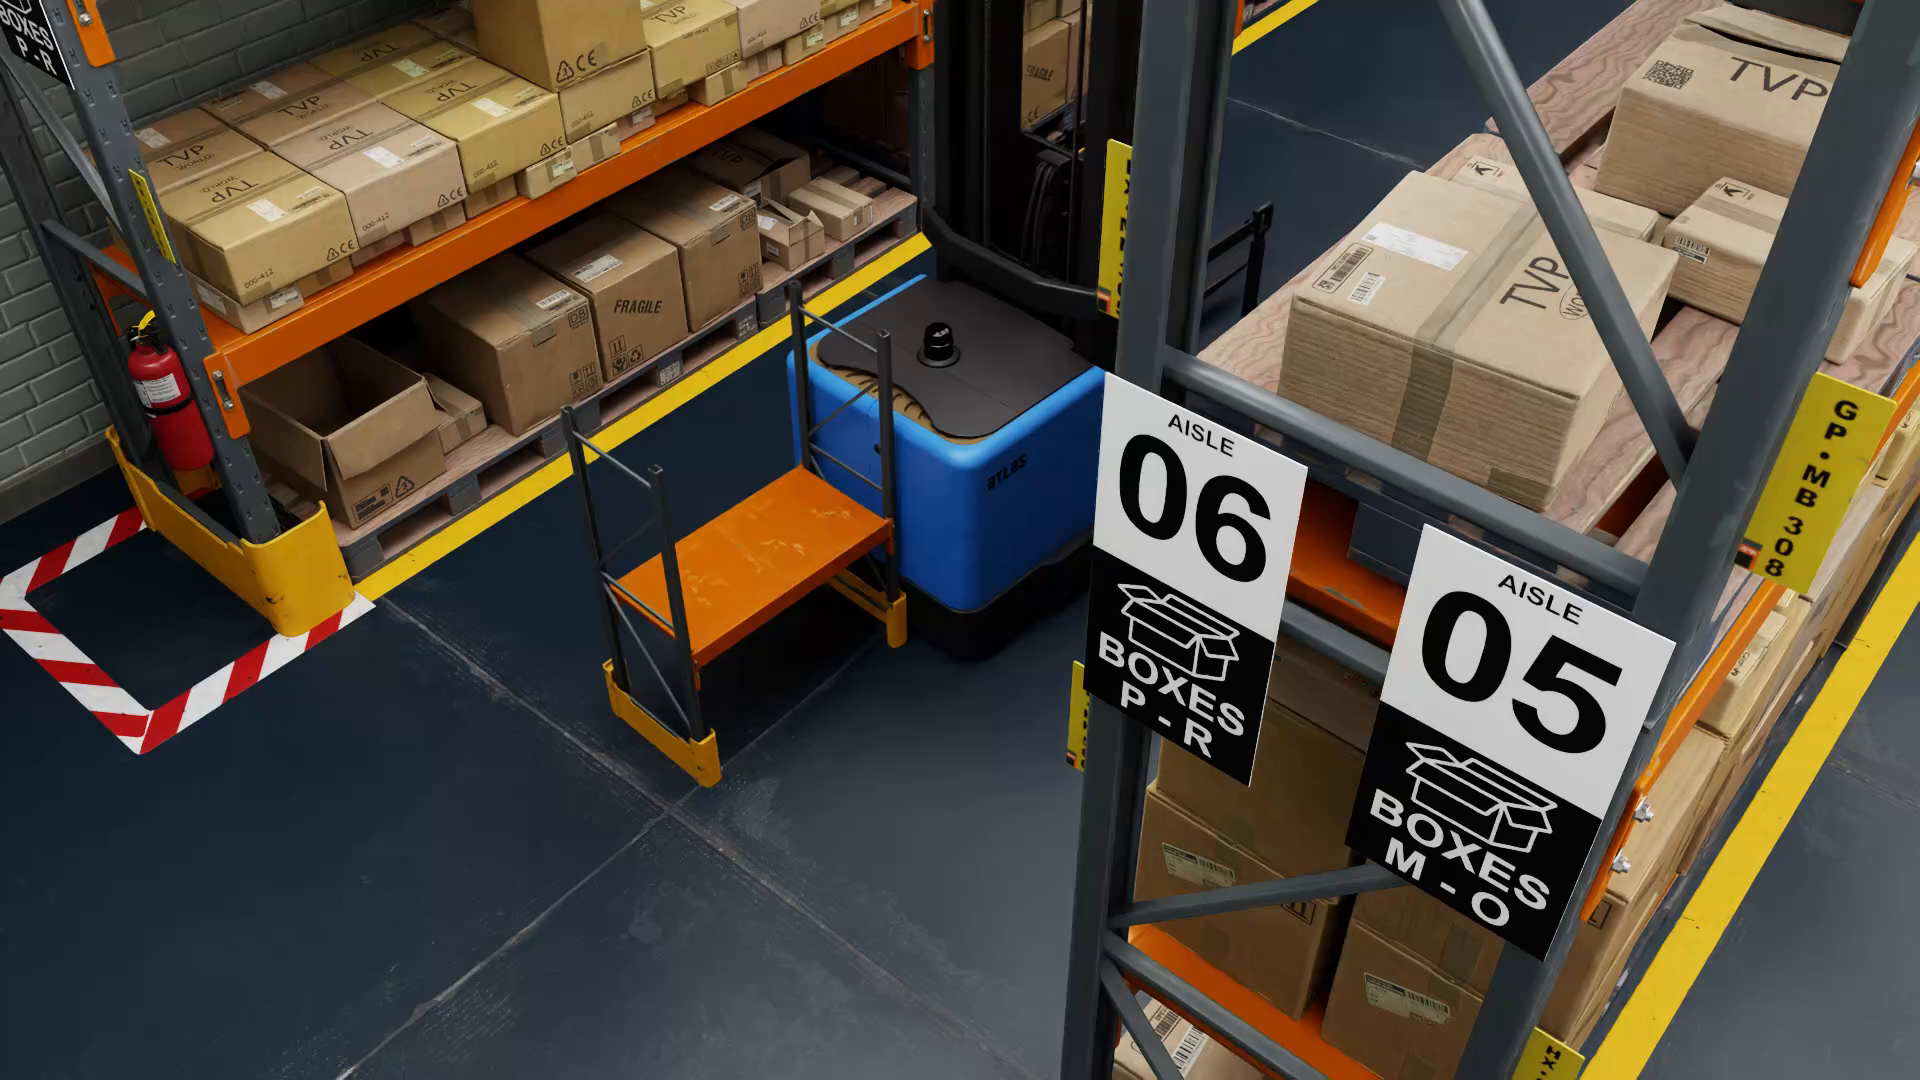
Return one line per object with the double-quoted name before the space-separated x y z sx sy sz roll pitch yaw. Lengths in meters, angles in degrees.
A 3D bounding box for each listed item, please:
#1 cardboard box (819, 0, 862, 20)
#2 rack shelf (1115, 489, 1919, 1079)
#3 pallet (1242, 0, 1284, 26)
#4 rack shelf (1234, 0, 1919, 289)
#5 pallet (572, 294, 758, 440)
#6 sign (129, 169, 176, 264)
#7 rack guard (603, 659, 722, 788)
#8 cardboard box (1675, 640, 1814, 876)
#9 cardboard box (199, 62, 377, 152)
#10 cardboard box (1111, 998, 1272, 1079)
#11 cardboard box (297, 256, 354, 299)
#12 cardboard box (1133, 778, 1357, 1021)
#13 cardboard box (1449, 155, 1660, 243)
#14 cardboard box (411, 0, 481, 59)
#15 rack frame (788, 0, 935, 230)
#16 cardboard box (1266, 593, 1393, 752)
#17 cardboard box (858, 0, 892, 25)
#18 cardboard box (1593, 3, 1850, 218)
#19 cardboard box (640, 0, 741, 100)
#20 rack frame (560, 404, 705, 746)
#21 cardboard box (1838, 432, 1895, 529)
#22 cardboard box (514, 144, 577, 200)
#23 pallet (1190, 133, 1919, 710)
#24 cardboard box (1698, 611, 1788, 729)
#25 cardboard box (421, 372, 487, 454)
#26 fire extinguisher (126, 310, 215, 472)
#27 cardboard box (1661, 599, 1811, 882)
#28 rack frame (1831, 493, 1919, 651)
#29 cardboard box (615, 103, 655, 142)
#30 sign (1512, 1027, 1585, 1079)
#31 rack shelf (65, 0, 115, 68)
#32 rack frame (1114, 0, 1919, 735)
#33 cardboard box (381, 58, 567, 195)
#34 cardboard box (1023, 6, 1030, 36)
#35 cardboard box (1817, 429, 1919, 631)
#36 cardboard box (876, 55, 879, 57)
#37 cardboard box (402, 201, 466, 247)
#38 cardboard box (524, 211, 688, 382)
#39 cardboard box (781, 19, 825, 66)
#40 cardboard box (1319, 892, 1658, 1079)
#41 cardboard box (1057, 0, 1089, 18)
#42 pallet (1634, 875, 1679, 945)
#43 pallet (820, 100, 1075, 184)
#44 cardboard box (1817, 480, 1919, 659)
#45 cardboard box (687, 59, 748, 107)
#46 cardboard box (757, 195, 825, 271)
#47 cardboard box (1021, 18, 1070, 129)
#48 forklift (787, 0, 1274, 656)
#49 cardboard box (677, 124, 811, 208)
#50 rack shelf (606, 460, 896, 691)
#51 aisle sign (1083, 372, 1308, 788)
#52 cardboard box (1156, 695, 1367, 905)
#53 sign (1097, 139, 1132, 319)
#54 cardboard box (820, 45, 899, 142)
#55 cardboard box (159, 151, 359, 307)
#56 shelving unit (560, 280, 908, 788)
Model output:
"cardboard box" -0.686 -2.742 7.926 0.500 0.250 0.500 31 51 29
"rack shelf" 1.969 0.388 5.129 1.077 0.370 4.000 29 50 28
"pallet" 1.519 -3.715 11.179 1.003 0.211 1.213 29 50 28
"rack shelf" 1.969 -1.684 3.245 1.077 0.370 4.000 29 50 28
"pallet" -1.773 -1.039 8.236 1.003 0.211 1.213 29 50 28
"sign" -2.704 -1.081 5.566 0.100 0.325 0.005 29 50 28
"rack guard" -1.130 0.687 6.309 0.587 0.250 0.087 32 51 30
"cardboard box" 1.856 0.465 4.435 0.500 0.500 0.500 29 50 28
"cardboard box" -2.694 -1.667 6.744 0.500 0.250 0.500 30 50 29
"cardboard box" 1.030 1.561 4.896 0.875 0.438 0.875 28 49 27
"cardboard box" -2.570 -1.104 6.422 0.380 0.149 0.250 31 51 29
"cardboard box" 0.790 0.751 4.120 0.500 0.500 0.500 30 50 29
"cardboard box" 1.111 -0.579 3.228 0.380 0.149 0.250 26 48 26
"cardboard box" -2.035 -2.189 7.318 0.500 0.250 0.500 29 50 28
"rack frame" -0.545 -3.055 8.381 1.000 3.000 0.127 29 50 28
"cardboard box" 0.760 0.233 3.464 0.380 0.149 0.250 30 50 29
"cardboard box" -0.557 -2.689 8.164 0.380 0.149 0.250 30 50 29
"cardboard box" 1.684 -0.867 3.424 0.500 0.311 0.500 30 50 29
"cardboard box" -1.329 -2.227 7.360 0.500 0.250 0.500 29 50 28
"rack frame" -1.131 0.225 5.888 0.500 1.500 0.032 32 51 30
"cardboard box" 1.968 -0.220 3.963 0.380 0.149 0.250 30 50 29
"cardboard box" -1.831 -1.595 6.961 0.380 0.149 0.250 28 49 27
"pallet" 1.151 -0.312 3.200 1.003 0.211 1.213 29 50 28
"cardboard box" 1.492 0.192 3.510 0.380 0.149 0.250 31 51 30
"cardboard box" -2.350 -0.572 7.457 0.380 0.149 0.250 28 49 27
"fire extinguisher" -2.861 -0.553 5.964 0.296 0.674 0.183 29 50 28
"cardboard box" 1.536 0.352 3.816 0.500 0.500 0.500 28 49 27
"rack frame" 3.256 -0.908 6.019 1.000 3.000 0.127 29 50 28
"cardboard box" -1.564 -1.902 7.299 0.380 0.149 0.250 29 50 28
"sign" 1.103 1.045 3.169 0.100 0.325 0.005 29 50 28
"rack shelf" -1.833 -2.869 6.481 1.077 0.370 4.000 29 50 28
"rack frame" 0.682 -1.068 1.736 1.000 3.000 0.127 29 50 28
"cardboard box" -1.973 -1.689 6.769 0.500 0.250 0.500 29 49 28
"cardboard box" 0.165 -2.909 9.283 0.380 0.149 0.250 27 49 26
"cardboard box" 2.182 -0.174 4.394 0.500 0.500 0.500 30 50 29
"cardboard box" -0.529 -2.840 9.208 0.380 0.149 0.250 28 49 27
"cardboard box" -2.218 -1.358 6.701 0.380 0.149 0.250 31 51 30
"cardboard box" -1.657 -1.152 7.834 0.500 0.500 0.500 30 50 29
"cardboard box" -0.857 -2.401 7.848 0.380 0.149 0.250 31 51 29
"cardboard box" 1.211 0.992 3.856 0.500 0.500 0.500 29 50 28
"cardboard box" 0.520 -3.168 9.568 0.380 0.149 0.250 29 50 28
"pallet" 1.922 1.112 5.870 1.003 0.211 1.213 29 50 28
"pallet" -0.051 -2.459 9.797 1.003 0.211 1.213 29 50 28
"cardboard box" 2.514 -0.063 5.016 0.500 0.500 0.500 29 50 28
"cardboard box" -1.189 -2.134 7.554 0.380 0.149 0.250 29 50 28
"cardboard box" -0.909 -1.601 8.502 0.396 0.266 0.258 31 51 30
"cardboard box" 0.273 -2.716 9.553 0.500 0.500 0.500 29 50 28
"forklift" 0.683 -1.522 6.746 1.130 2.935 3.031 32 51 30
"cardboard box" -1.151 -1.978 8.882 0.500 0.311 0.500 31 51 30
"rack shelf" -0.783 0.109 6.282 0.538 0.185 1.000 32 51 30
"aisle sign" 0.398 0.092 2.986 0.394 0.787 0.004 29 50 28
"cardboard box" 0.810 0.393 3.770 0.500 0.500 0.500 31 51 30
"sign" 0.276 -0.499 2.740 0.100 0.325 0.005 29 50 28
"cardboard box" -0.456 -2.667 9.499 0.500 0.500 0.500 29 50 28
"cardboard box" -2.621 -1.167 6.194 0.500 0.250 0.500 30 50 29
"shelving unit" -0.789 -0.019 6.157 0.587 1.500 1.083 32 51 30
